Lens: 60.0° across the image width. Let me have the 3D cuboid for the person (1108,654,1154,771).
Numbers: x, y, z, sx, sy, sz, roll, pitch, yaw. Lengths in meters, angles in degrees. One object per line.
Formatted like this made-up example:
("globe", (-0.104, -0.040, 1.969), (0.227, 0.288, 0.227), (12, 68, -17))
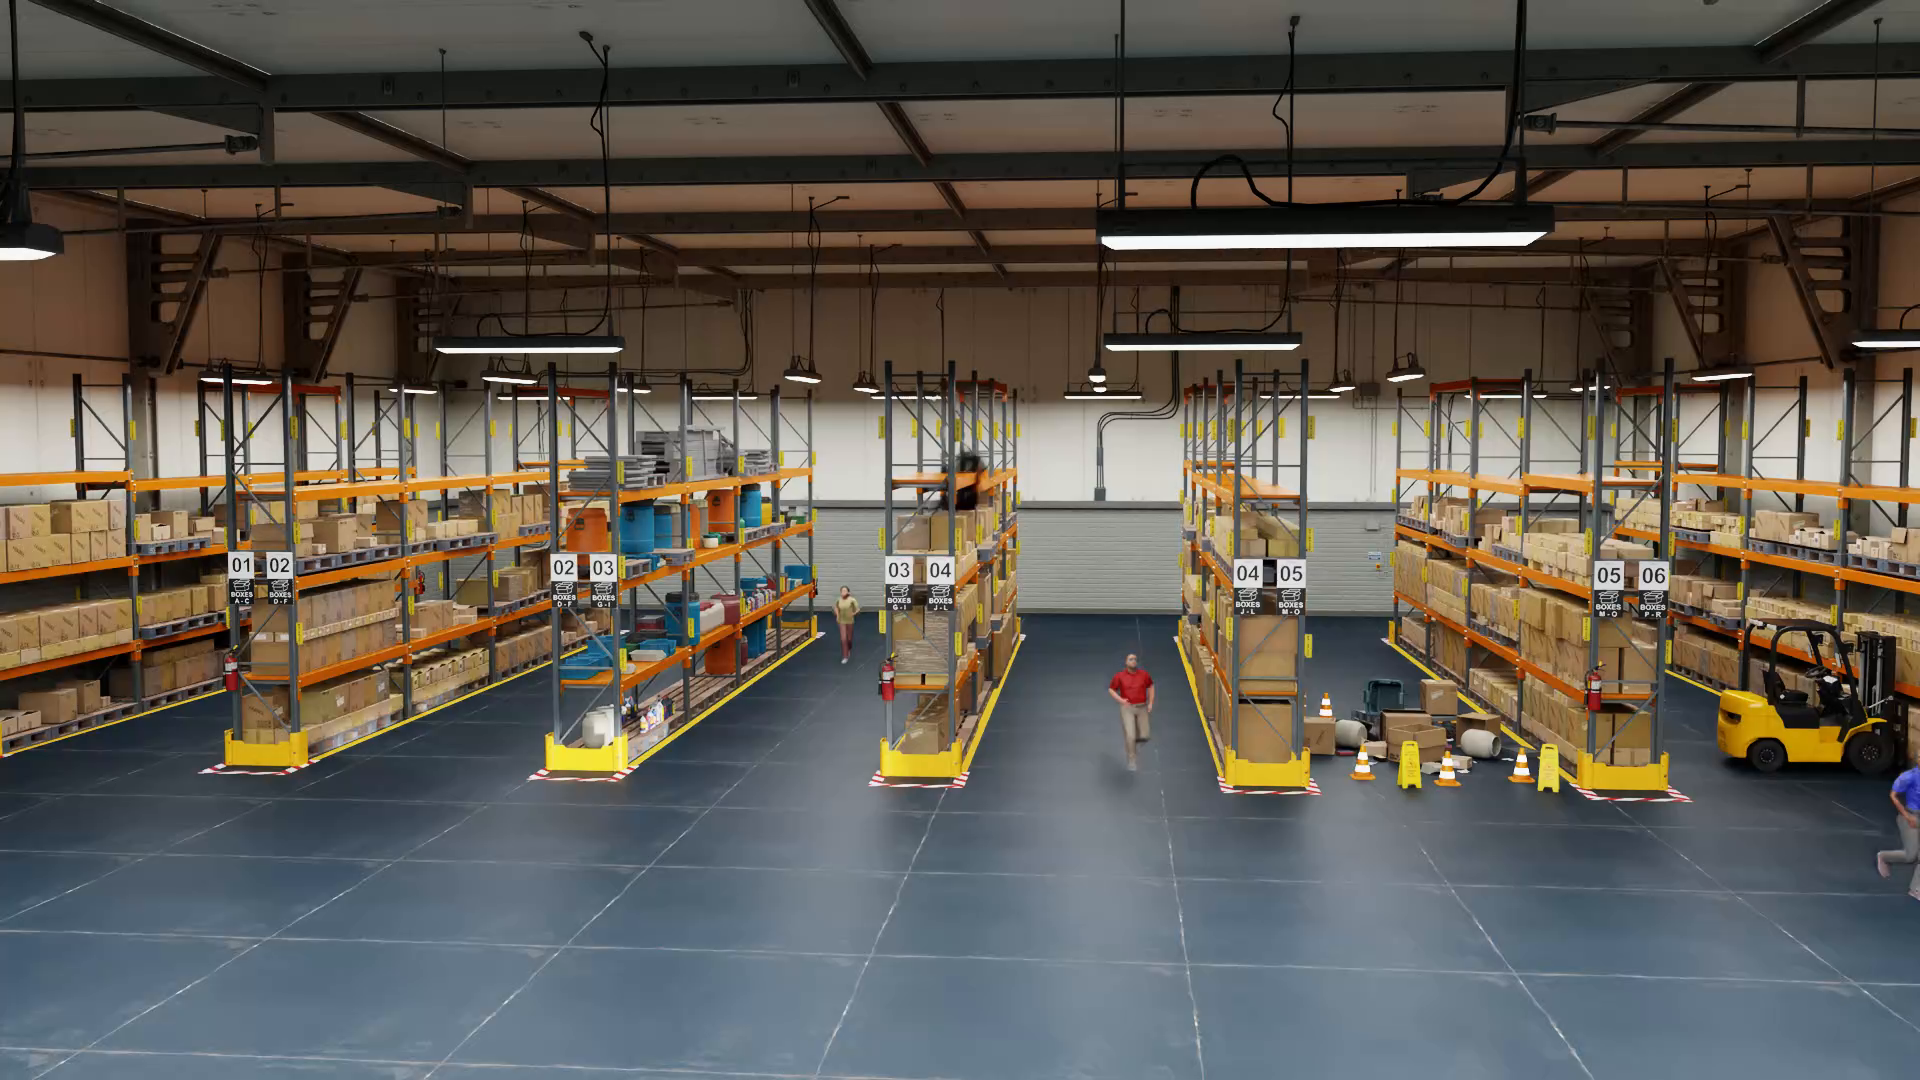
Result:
("person", (2.543, 2.513, 24.415), (0.709, 1.686, 0.563), (-1, 4, -12))

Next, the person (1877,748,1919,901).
("person", (10.261, 3.030, 17.909), (0.598, 1.628, 0.689), (-1, 4, -20))

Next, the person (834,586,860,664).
("person", (-2.451, 1.817, 35.990), (0.572, 1.666, 0.802), (0, 4, 4))
